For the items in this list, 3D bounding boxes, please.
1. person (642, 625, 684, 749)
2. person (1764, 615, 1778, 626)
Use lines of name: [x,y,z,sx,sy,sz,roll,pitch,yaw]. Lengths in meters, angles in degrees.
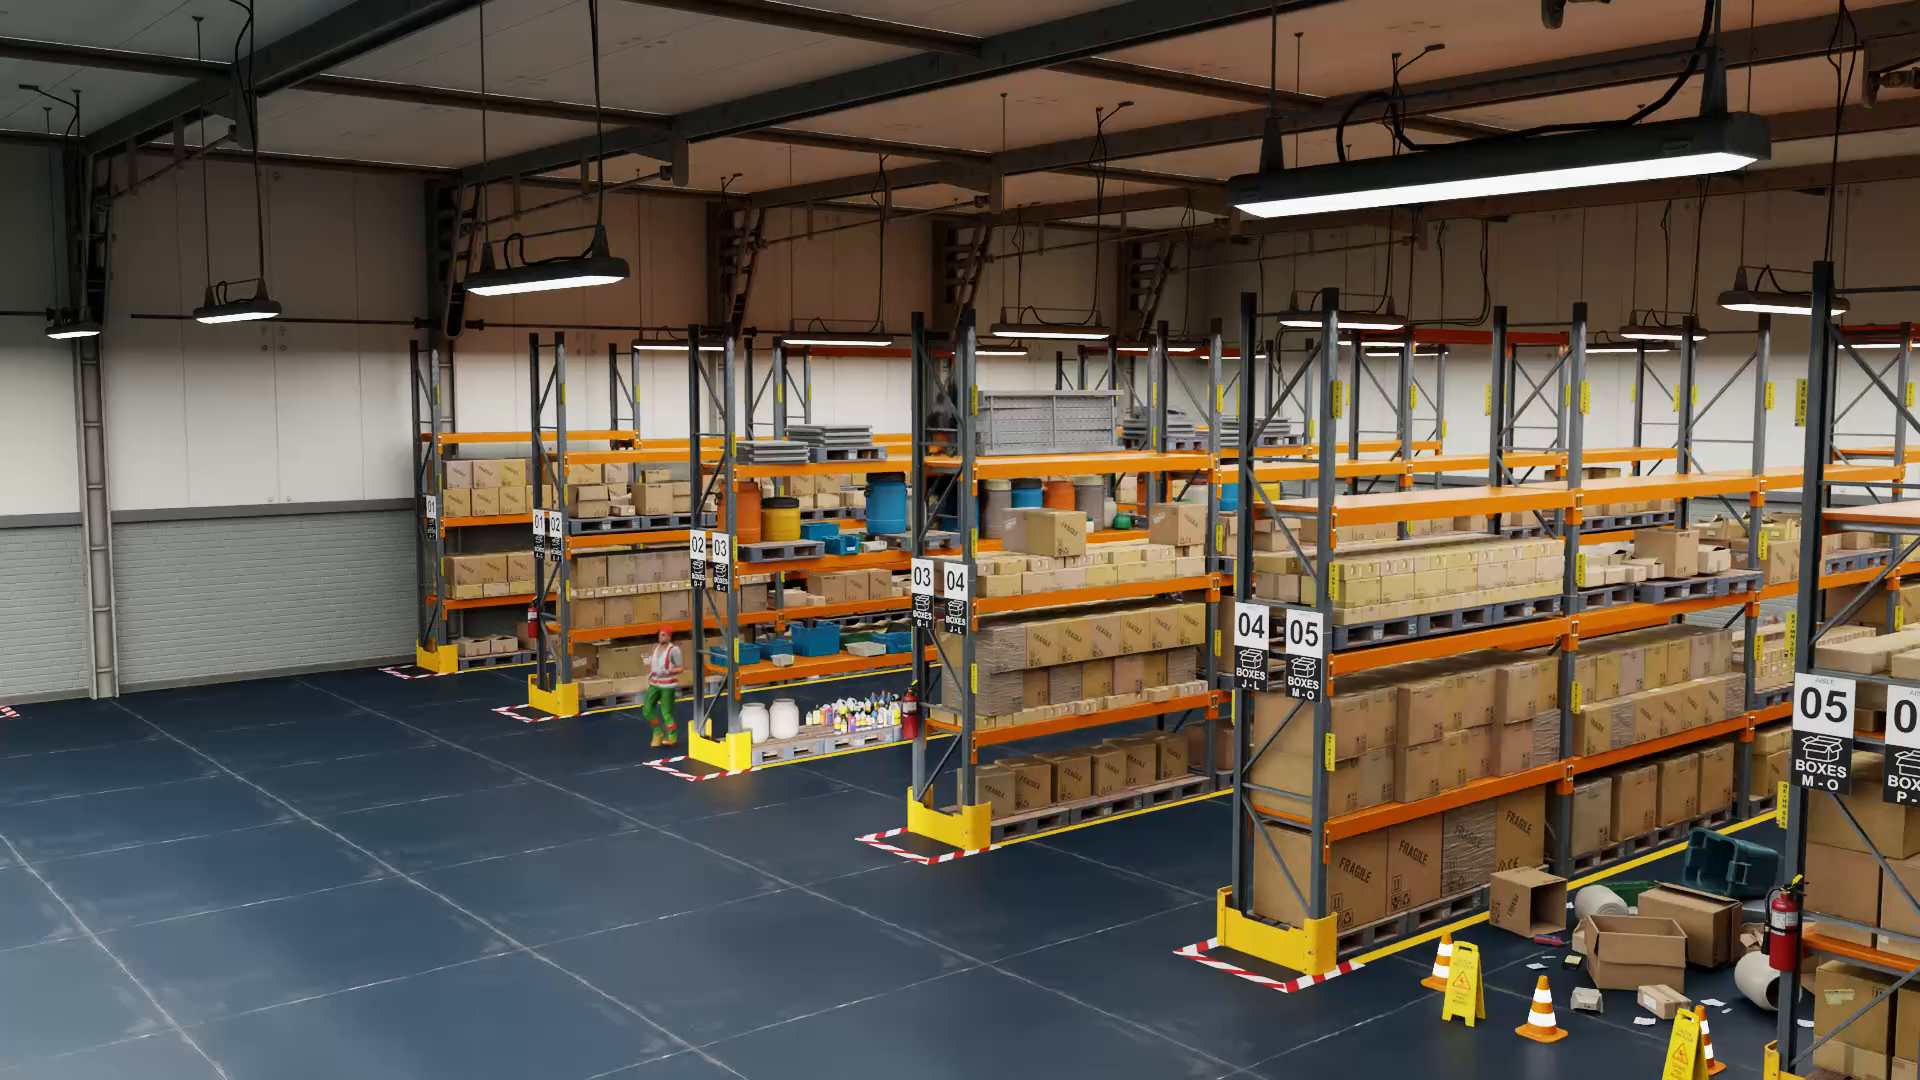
person: [-4.250,2.099,23.684,0.651,1.786,0.665,2,6,24]
person: [12.226,2.007,25.081,0.812,1.777,0.629,-3,6,-33]
